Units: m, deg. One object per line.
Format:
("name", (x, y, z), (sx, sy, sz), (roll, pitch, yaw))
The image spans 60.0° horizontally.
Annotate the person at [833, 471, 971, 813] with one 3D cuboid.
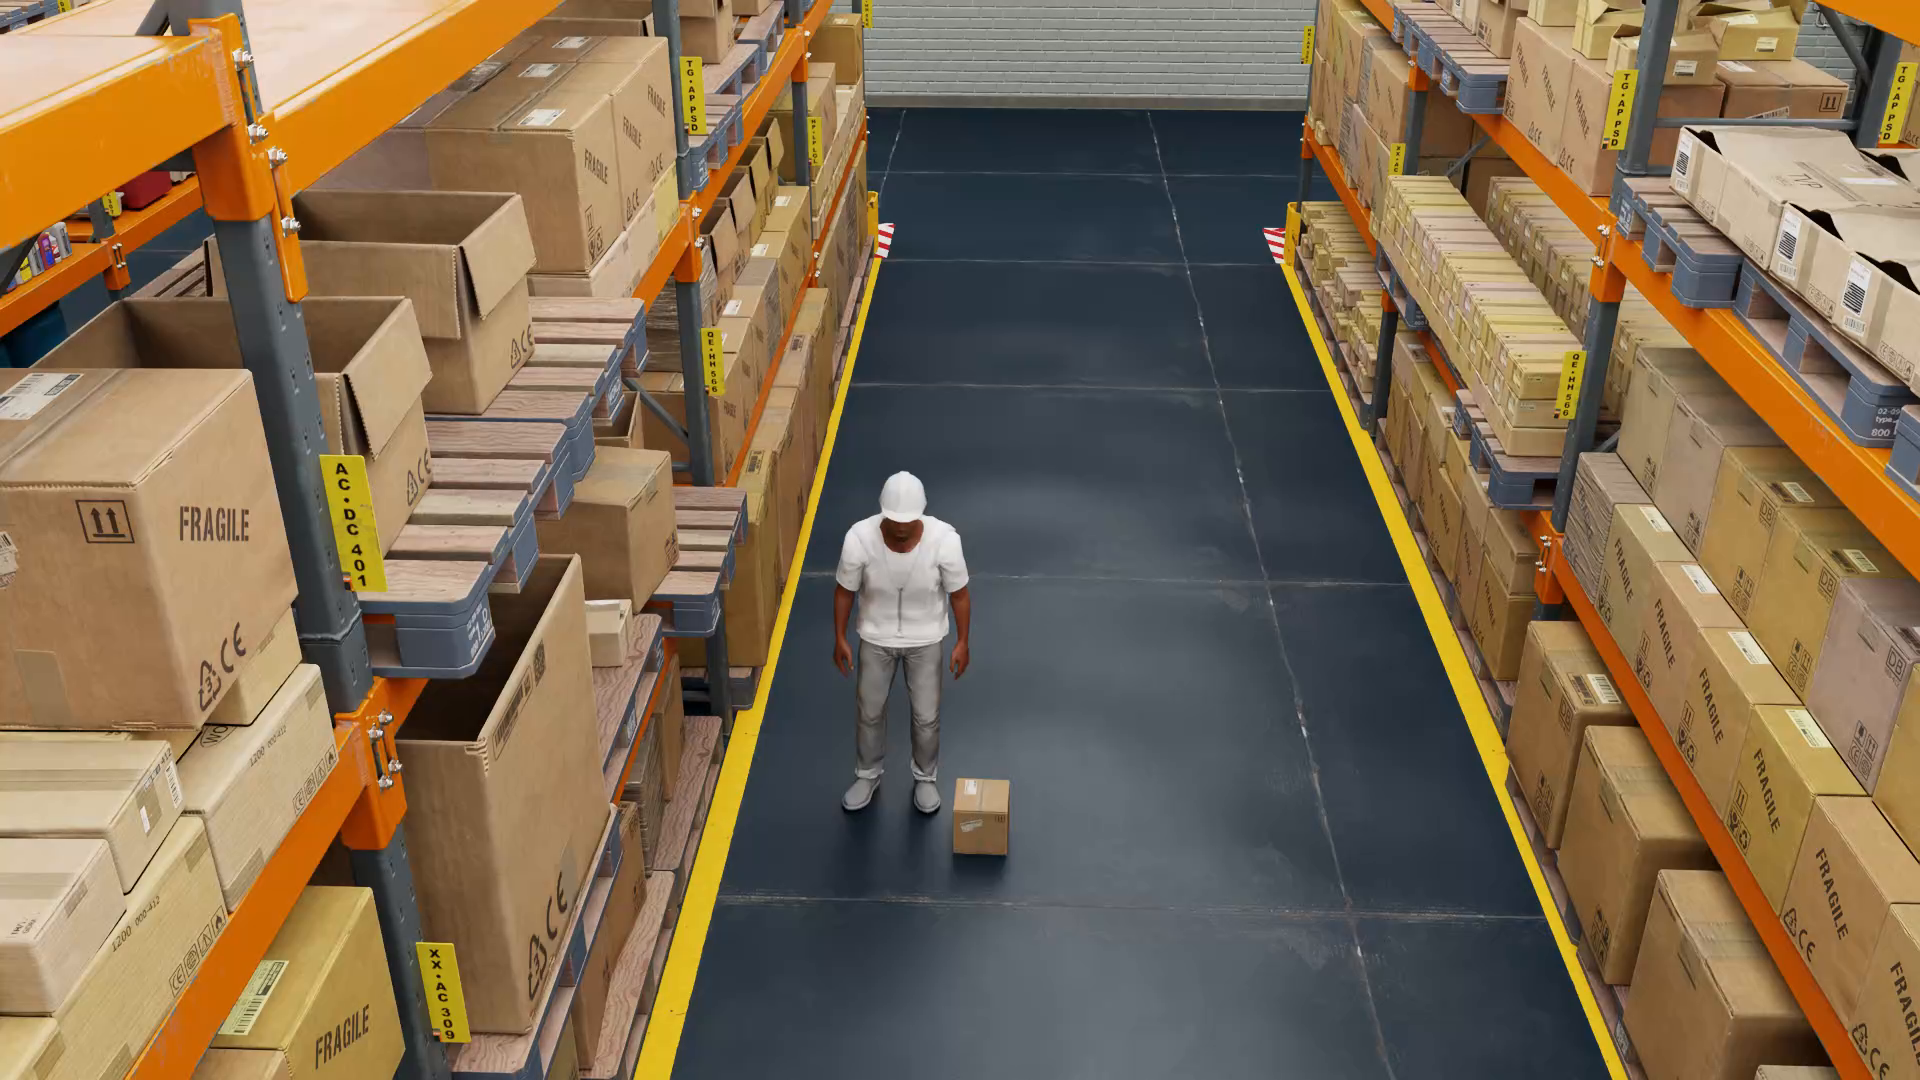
("person", (-0.270, 0.467, 7.714), (0.636, 1.761, 0.454), (1, 28, 2))
